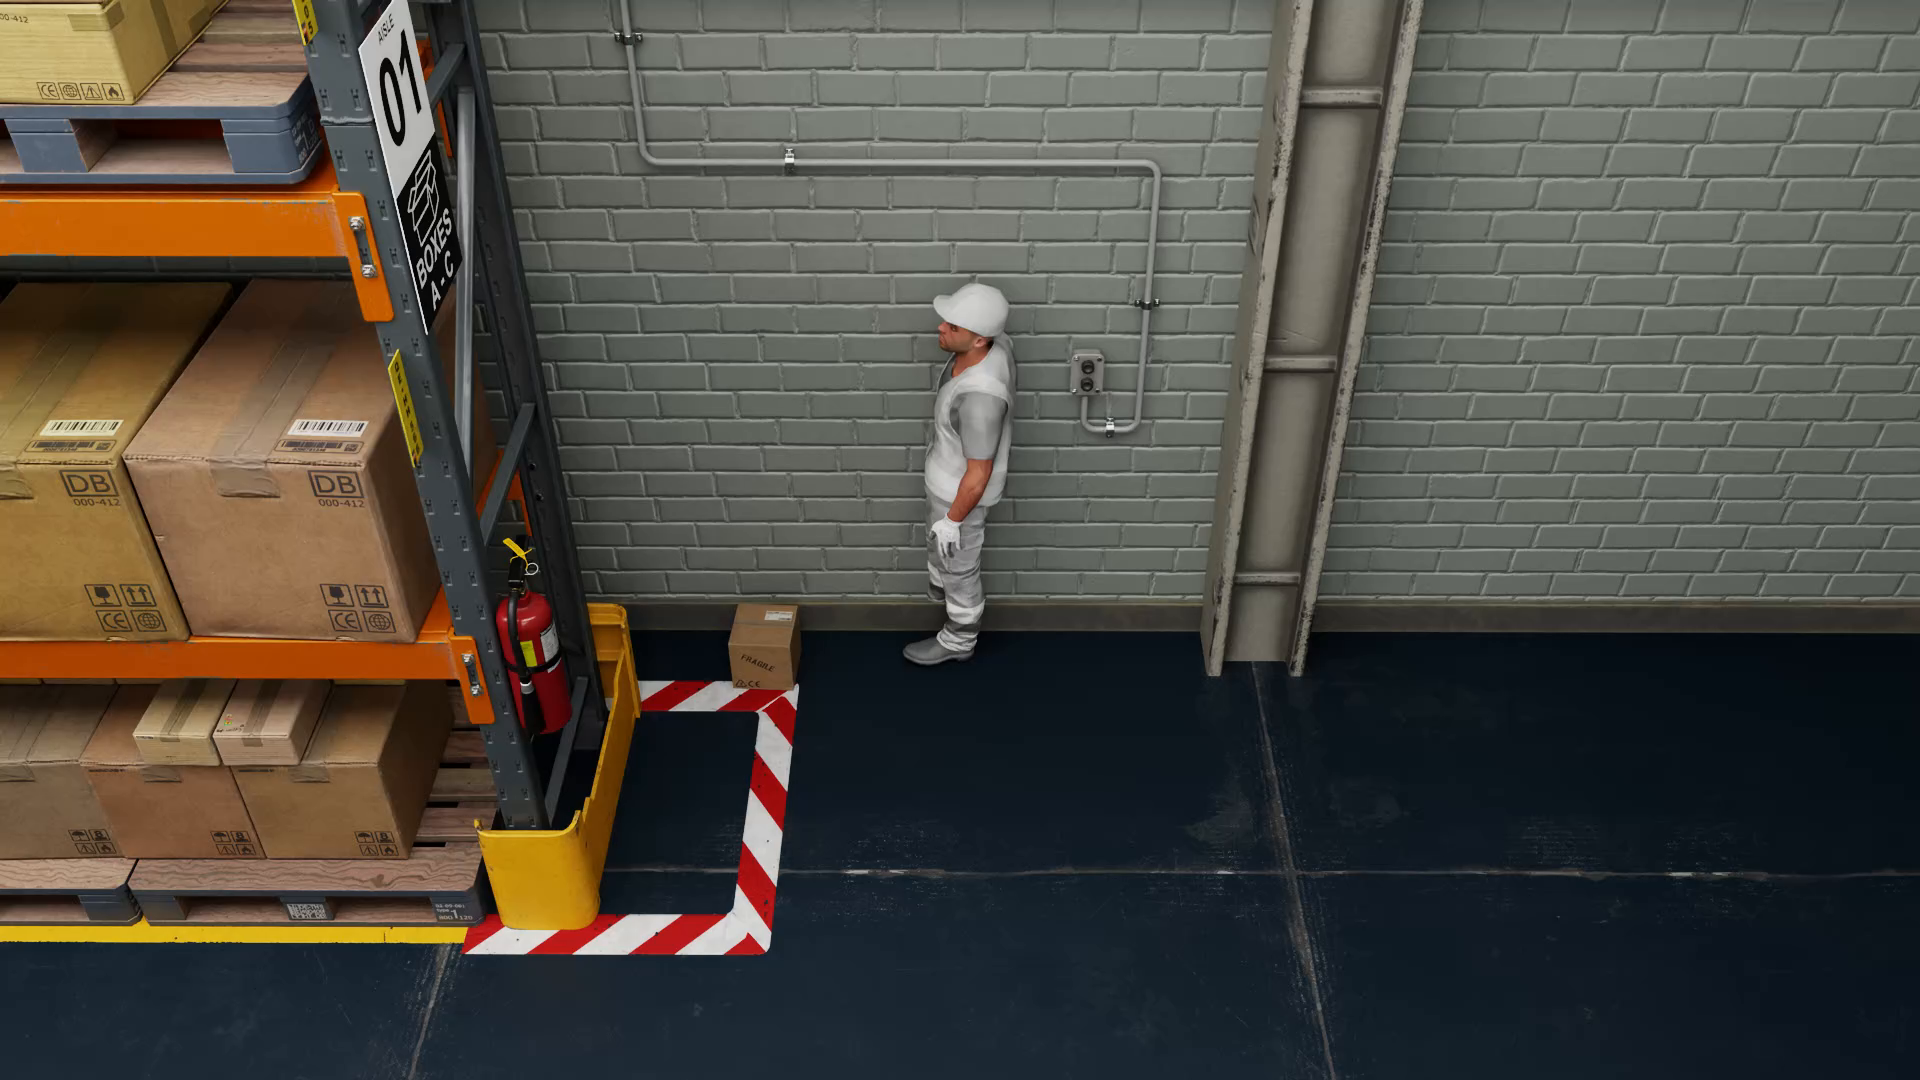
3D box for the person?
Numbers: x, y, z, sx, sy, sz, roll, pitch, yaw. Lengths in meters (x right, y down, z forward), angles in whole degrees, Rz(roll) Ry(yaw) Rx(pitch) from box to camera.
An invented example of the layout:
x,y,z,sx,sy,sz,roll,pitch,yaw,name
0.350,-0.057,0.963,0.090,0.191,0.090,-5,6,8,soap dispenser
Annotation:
x,y,z,sx,sy,sz,roll,pitch,yaw,name
-0.075,-0.229,6.402,0.560,1.787,0.637,1,39,1,person
